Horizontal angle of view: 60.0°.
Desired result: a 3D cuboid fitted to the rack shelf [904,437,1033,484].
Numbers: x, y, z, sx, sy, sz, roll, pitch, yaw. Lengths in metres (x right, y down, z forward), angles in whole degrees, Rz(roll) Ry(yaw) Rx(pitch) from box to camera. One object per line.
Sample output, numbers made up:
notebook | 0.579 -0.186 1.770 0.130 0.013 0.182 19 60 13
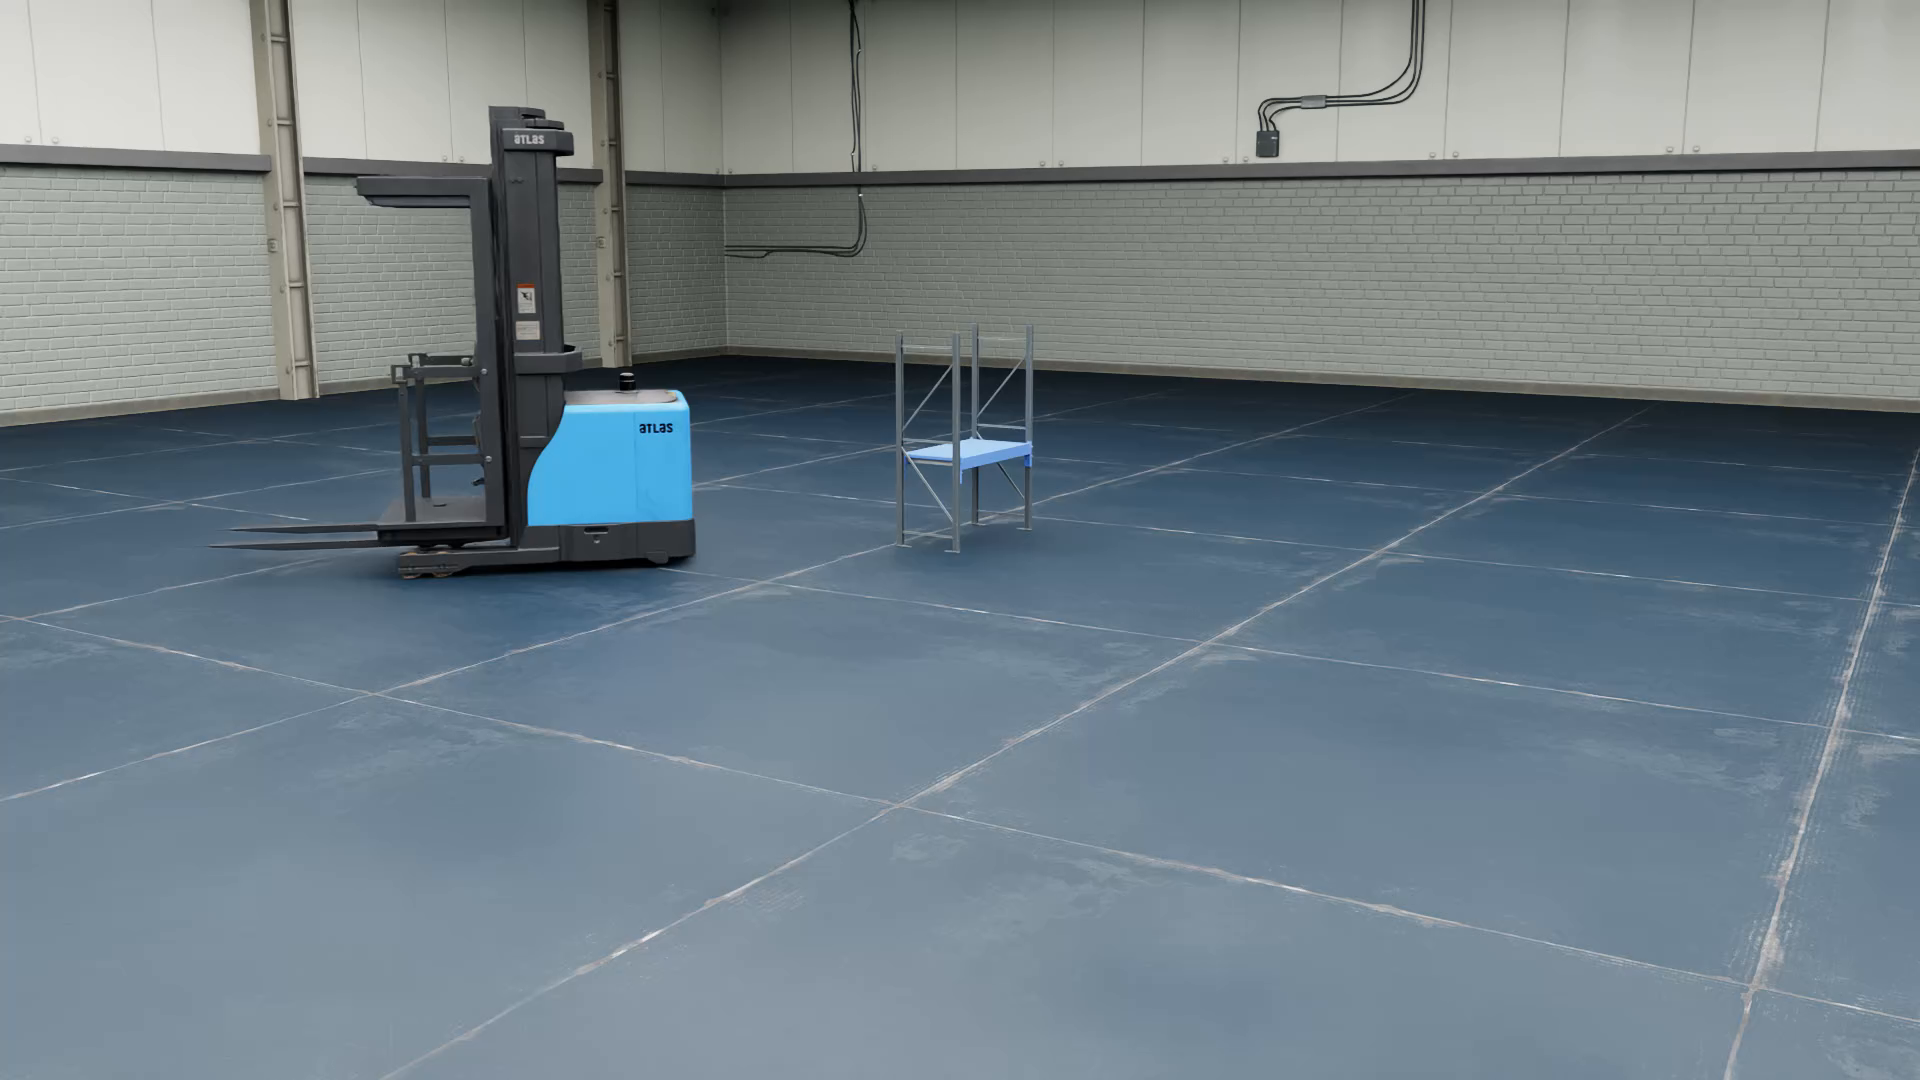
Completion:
rack shelf | 0.044 -0.574 11.835 0.538 0.185 1.000 6 12 31

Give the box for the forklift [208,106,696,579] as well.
forklift | -3.320 -1.301 10.854 3.031 2.935 1.130 -2 11 -12

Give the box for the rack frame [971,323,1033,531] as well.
rack frame | 0.308 -0.831 12.229 0.500 1.500 0.032 6 12 31

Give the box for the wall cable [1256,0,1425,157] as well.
wall cable | 5.226 -8.322 22.625 2.305 6.003 0.169 6 12 31

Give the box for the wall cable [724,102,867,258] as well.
wall cable | -2.879 -6.034 28.082 3.097 2.526 0.112 6 12 31

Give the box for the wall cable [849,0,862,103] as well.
wall cable | -0.567 -8.258 26.236 3.097 2.526 0.112 6 12 31

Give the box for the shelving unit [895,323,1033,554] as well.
shelving unit | 0.044 -0.751 11.802 0.538 1.500 1.048 6 12 31

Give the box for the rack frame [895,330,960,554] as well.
rack frame | -0.220 -0.671 11.375 0.500 1.500 0.032 6 12 31

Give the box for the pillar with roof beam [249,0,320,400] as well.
pillar with roof beam | -4.974 -5.868 18.758 9.100 9.000 0.400 6 12 31

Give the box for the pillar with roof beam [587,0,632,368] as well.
pillar with roof beam | -1.859 -6.812 23.799 9.100 9.000 0.400 6 12 31
